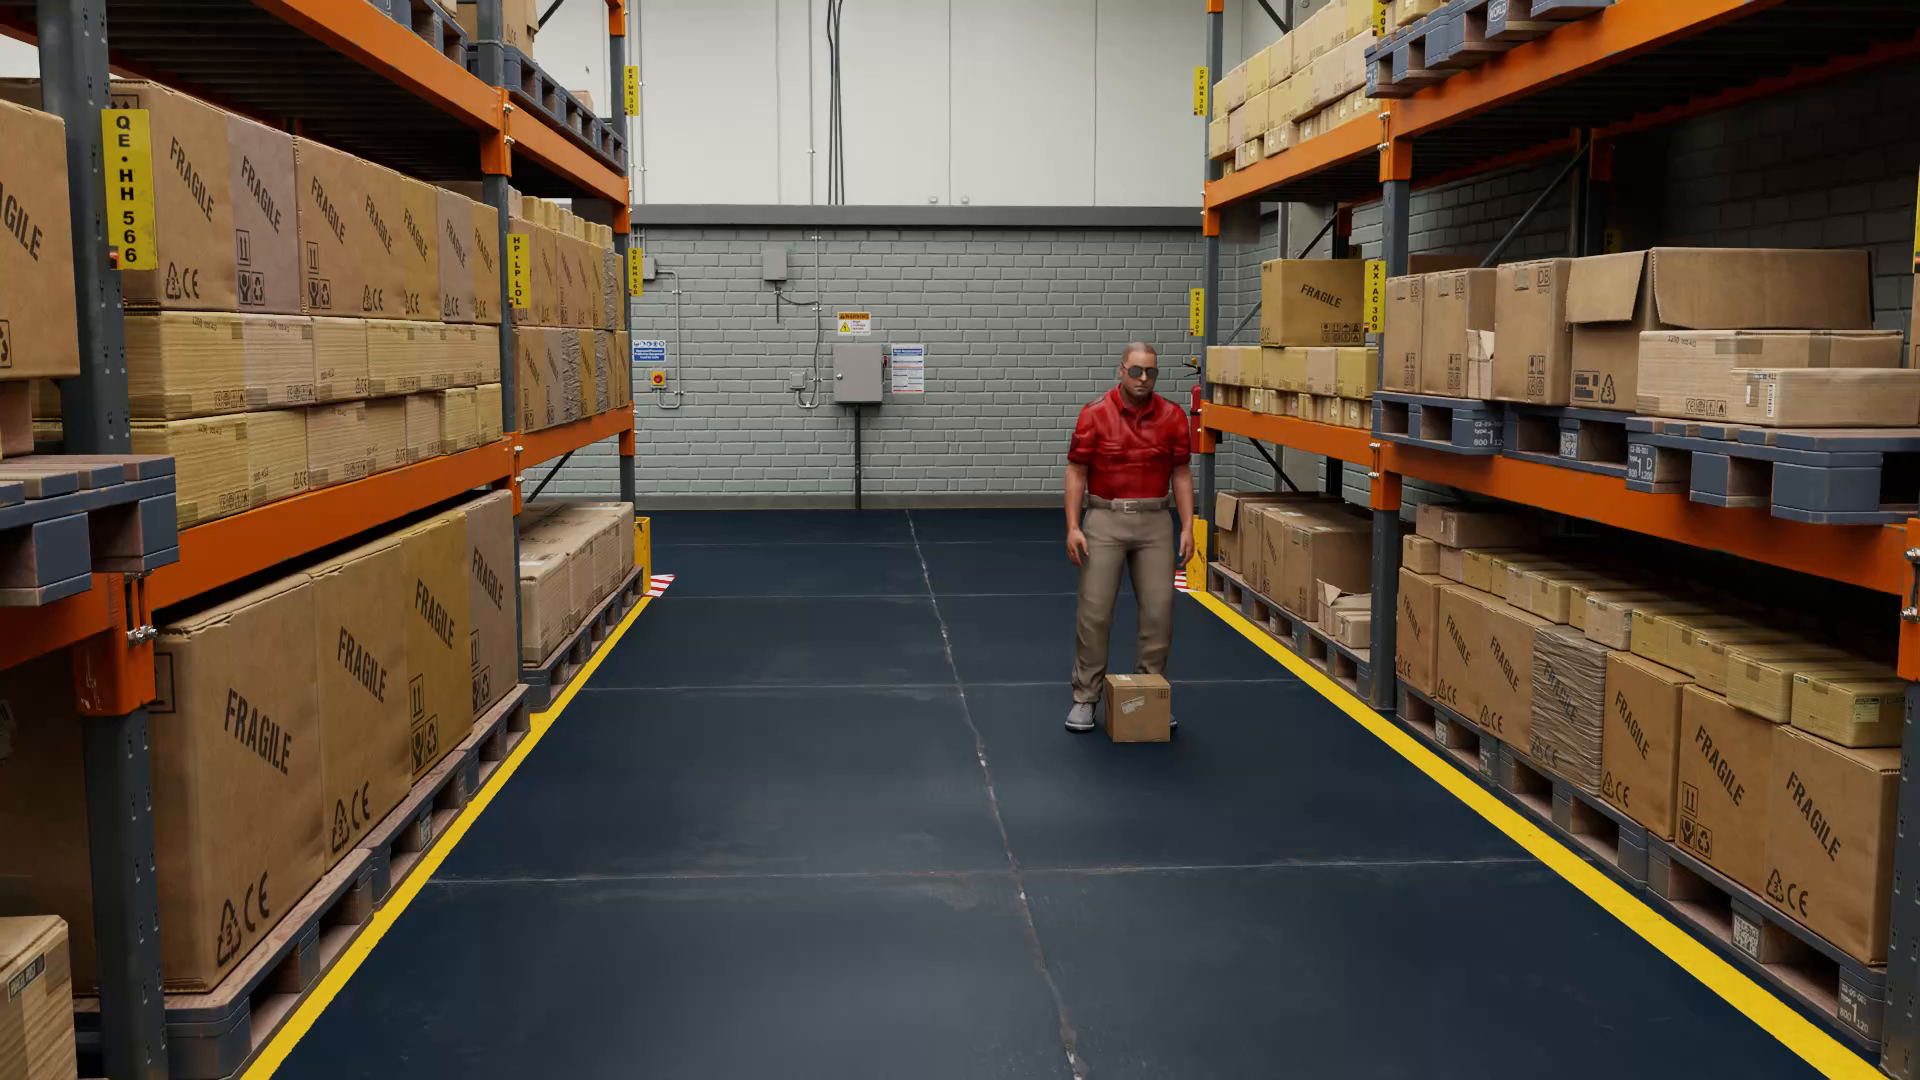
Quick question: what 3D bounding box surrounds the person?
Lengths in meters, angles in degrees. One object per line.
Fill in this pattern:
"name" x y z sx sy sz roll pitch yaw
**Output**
"person" 0.764 -0.024 7.497 0.599 1.727 0.391 -1 7 -6
